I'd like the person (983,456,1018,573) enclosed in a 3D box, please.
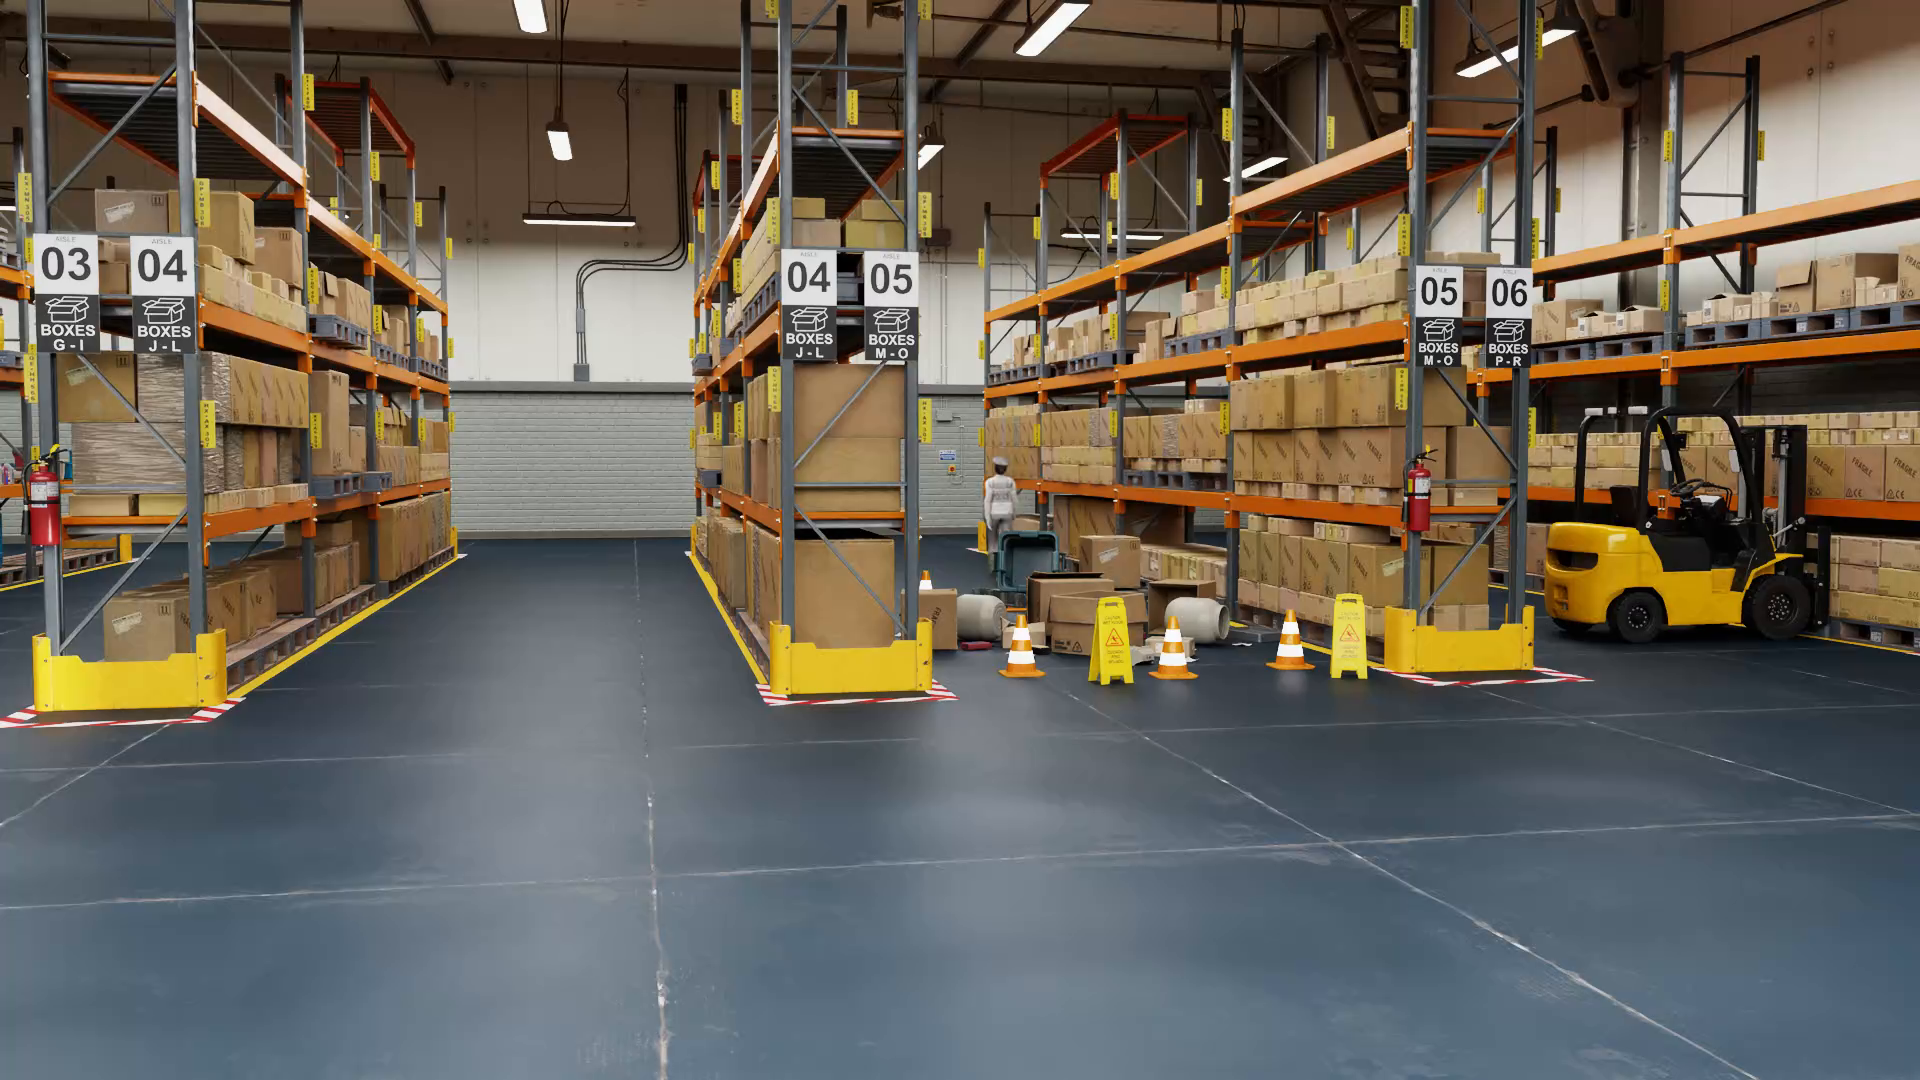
[{"bbox_3d":[0.564,-0.338,23.026,0.483,1.639,0.992,0,3,0],"label":"person"}]
